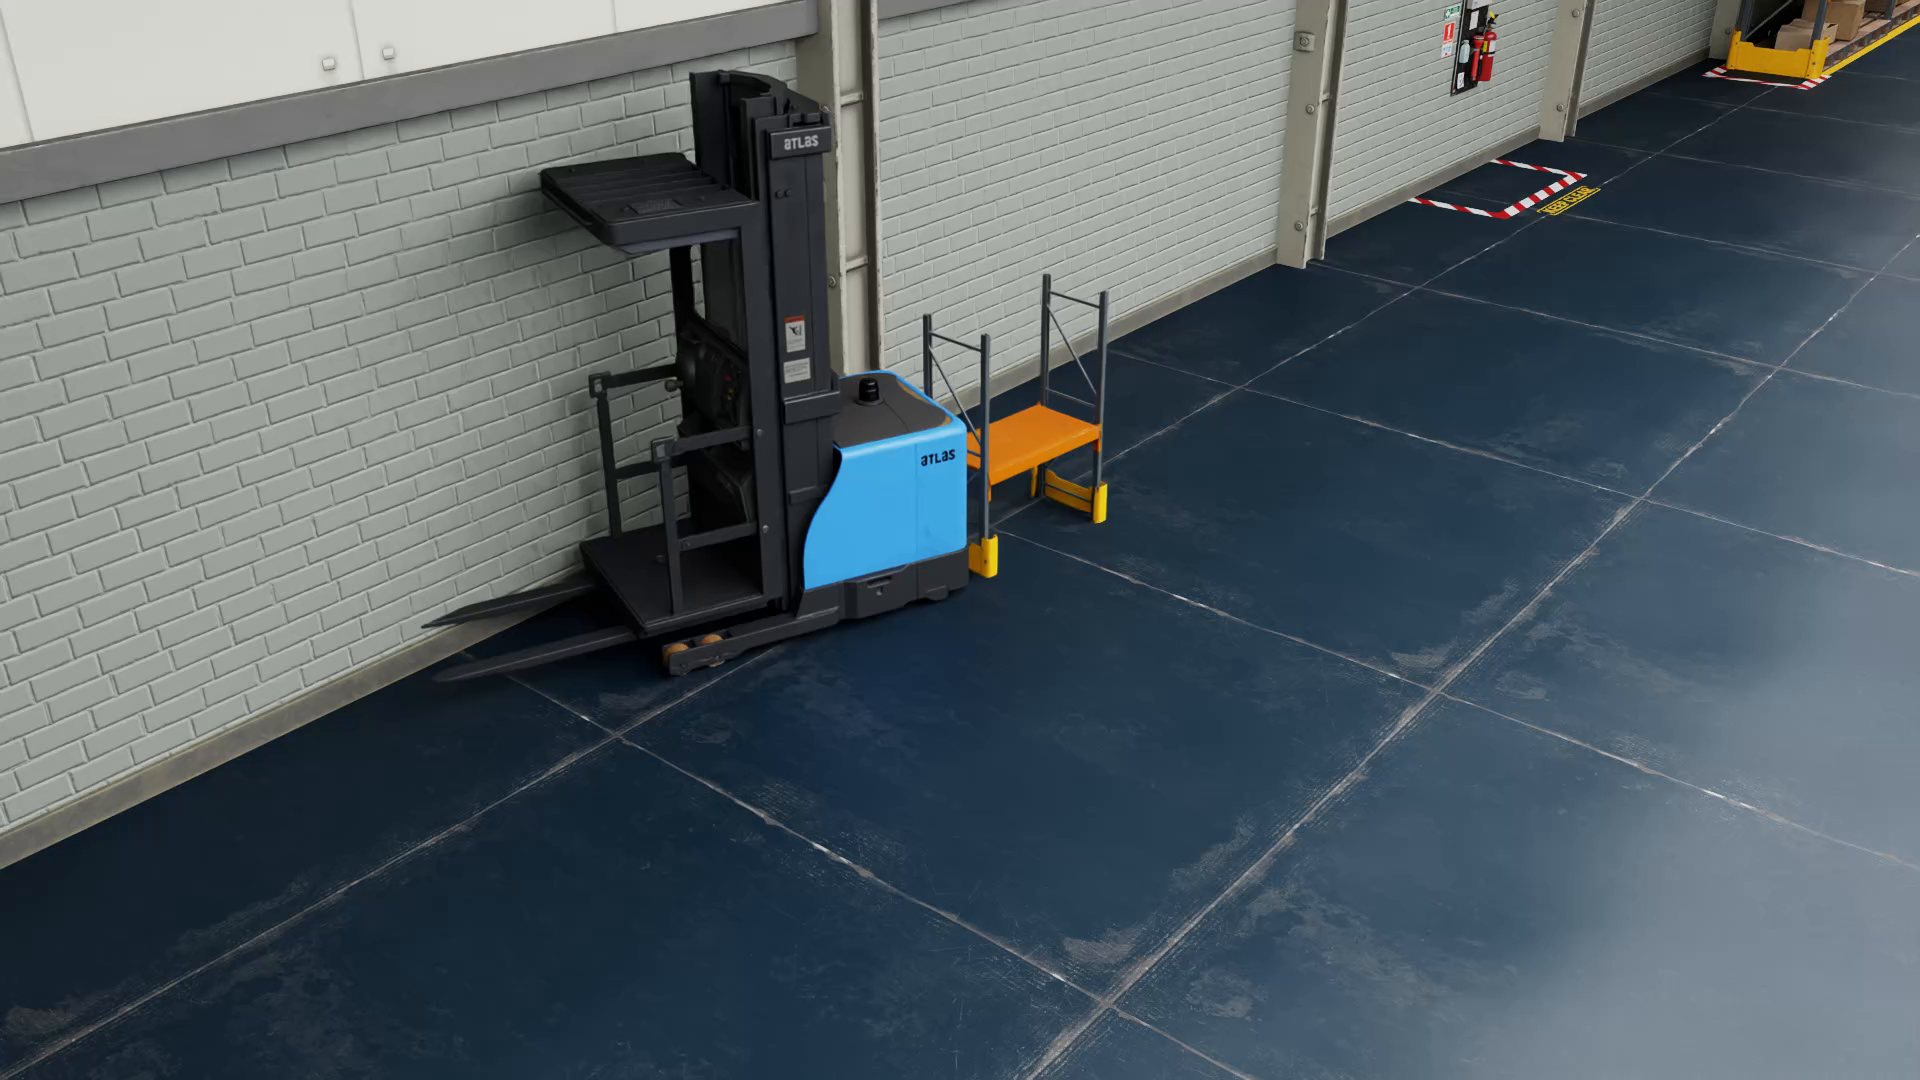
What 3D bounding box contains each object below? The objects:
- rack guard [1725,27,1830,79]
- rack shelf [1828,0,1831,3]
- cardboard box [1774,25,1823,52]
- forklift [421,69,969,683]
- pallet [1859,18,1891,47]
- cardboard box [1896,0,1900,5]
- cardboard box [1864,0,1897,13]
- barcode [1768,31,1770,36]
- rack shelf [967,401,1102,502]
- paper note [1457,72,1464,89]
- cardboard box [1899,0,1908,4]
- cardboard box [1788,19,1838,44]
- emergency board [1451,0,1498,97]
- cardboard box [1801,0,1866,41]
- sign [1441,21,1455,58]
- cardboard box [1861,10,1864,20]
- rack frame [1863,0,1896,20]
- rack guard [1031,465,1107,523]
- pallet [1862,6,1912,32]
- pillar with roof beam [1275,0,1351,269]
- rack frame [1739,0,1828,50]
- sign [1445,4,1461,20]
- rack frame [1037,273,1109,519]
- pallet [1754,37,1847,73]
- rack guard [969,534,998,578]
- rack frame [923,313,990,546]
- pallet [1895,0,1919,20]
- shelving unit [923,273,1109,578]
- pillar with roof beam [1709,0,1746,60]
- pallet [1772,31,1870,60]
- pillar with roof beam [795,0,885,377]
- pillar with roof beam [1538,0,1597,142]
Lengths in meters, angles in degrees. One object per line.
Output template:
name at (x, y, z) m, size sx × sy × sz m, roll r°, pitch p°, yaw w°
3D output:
rack guard at (10.995, -6.557, 22.380) m, size 1.175 × 0.500 × 0.348 m, roll 21°, pitch 34°, yaw 34°
rack shelf at (12.218, -8.030, 23.290) m, size 1.077 × 0.370 × 4.000 m, roll 21°, pitch 34°, yaw 34°
cardboard box at (11.456, -6.860, 22.694) m, size 0.500 × 0.311 × 0.500 m, roll 17°, pitch 32°, yaw 29°
forklift at (-1.489, -0.858, 8.718) m, size 3.031 × 2.935 × 1.130 m, roll -14°, pitch 31°, yaw -25°
pallet at (13.091, -7.571, 24.656) m, size 1.003 × 0.211 × 1.213 m, roll 21°, pitch 34°, yaw 34°
cardboard box at (14.236, -8.607, 25.865) m, size 0.700 × 0.500 × 0.500 m, roll 20°, pitch 33°, yaw 33°
cardboard box at (13.946, -8.409, 25.482) m, size 0.700 × 0.500 × 0.500 m, roll 22°, pitch 35°, yaw 36°
barcode at (11.159, -6.988, 22.930) m, size 0.001 × 0.075 × 0.075 m, roll 21°, pitch 34°, yaw 34°
rack shelf at (0.334, -0.548, 10.069) m, size 0.538 × 0.185 × 1.000 m, roll 24°, pitch 36°, yaw 38°
paper note at (5.140, -4.715, 17.058) m, size 0.016 × 0.148 × 0.142 m, roll 21°, pitch 34°, yaw 34°
cardboard box at (14.591, -8.776, 26.192) m, size 0.700 × 0.500 × 0.500 m, roll 21°, pitch 34°, yaw 35°
cardboard box at (11.818, -7.062, 23.085) m, size 0.500 × 0.311 × 0.500 m, roll 24°, pitch 36°, yaw 38°
emergency board at (5.306, -5.149, 16.938) m, size 0.194 × 1.169 × 0.643 m, roll 21°, pitch 34°, yaw 34°
cardboard box at (12.324, -7.392, 23.516) m, size 0.700 × 0.500 × 0.500 m, roll 18°, pitch 33°, yaw 31°
sign at (4.875, -4.999, 16.609) m, size 0.001 × 0.329 × 0.234 m, roll 21°, pitch 34°, yaw 34°
cardboard box at (13.173, -7.797, 24.662) m, size 0.380 × 0.166 × 0.250 m, roll 16°, pitch 31°, yaw 28°
rack frame at (13.490, -9.058, 24.495) m, size 1.000 × 3.000 × 0.127 m, roll 21°, pitch 34°, yaw 34°
rack guard at (0.690, -0.319, 10.595) m, size 0.587 × 0.250 × 0.087 m, roll 24°, pitch 36°, yaw 38°
pallet at (13.985, -8.096, 25.670) m, size 1.003 × 0.211 × 1.213 m, roll 21°, pitch 34°, yaw 34°
pillar with roof beam at (6.413, -5.293, 10.688) m, size 9.100 × 9.000 × 0.400 m, roll 21°, pitch 34°, yaw 34°
rack frame at (10.946, -7.640, 21.754) m, size 1.000 × 3.000 × 0.127 m, roll 21°, pitch 34°, yaw 34°
sign at (4.885, -5.233, 16.486) m, size 0.001 × 0.109 × 0.331 m, roll 21°, pitch 34°, yaw 34°
rack frame at (0.690, -0.875, 10.308) m, size 0.500 × 1.500 × 0.032 m, roll 24°, pitch 36°, yaw 38°
pallet at (11.539, -6.706, 22.984) m, size 1.003 × 0.211 × 1.213 m, roll 21°, pitch 34°, yaw 34°
rack guard at (-0.008, 0.007, 9.964) m, size 0.587 × 0.250 × 0.087 m, roll 24°, pitch 36°, yaw 38°
rack frame at (-0.022, -0.541, 9.664) m, size 0.500 × 1.500 × 0.032 m, roll 24°, pitch 36°, yaw 38°
pallet at (14.760, -8.531, 26.510) m, size 1.003 × 0.211 × 1.213 m, roll 21°, pitch 34°, yaw 34°
shelving unit at (0.341, -0.711, 9.992) m, size 0.587 × 1.500 × 1.083 m, roll 24°, pitch 36°, yaw 38°
pillar with roof beam at (14.046, -9.547, 18.912) m, size 9.100 × 9.000 × 0.400 m, roll 21°, pitch 34°, yaw 34°
pallet at (12.315, -7.137, 23.816) m, size 1.003 × 0.211 × 1.213 m, roll 21°, pitch 34°, yaw 34°
pillar with roof beam at (2.597, -3.166, 6.575) m, size 9.100 × 9.000 × 0.400 m, roll 21°, pitch 34°, yaw 34°
pillar with roof beam at (10.229, -7.420, 14.800) m, size 9.100 × 9.000 × 0.400 m, roll 21°, pitch 34°, yaw 34°
